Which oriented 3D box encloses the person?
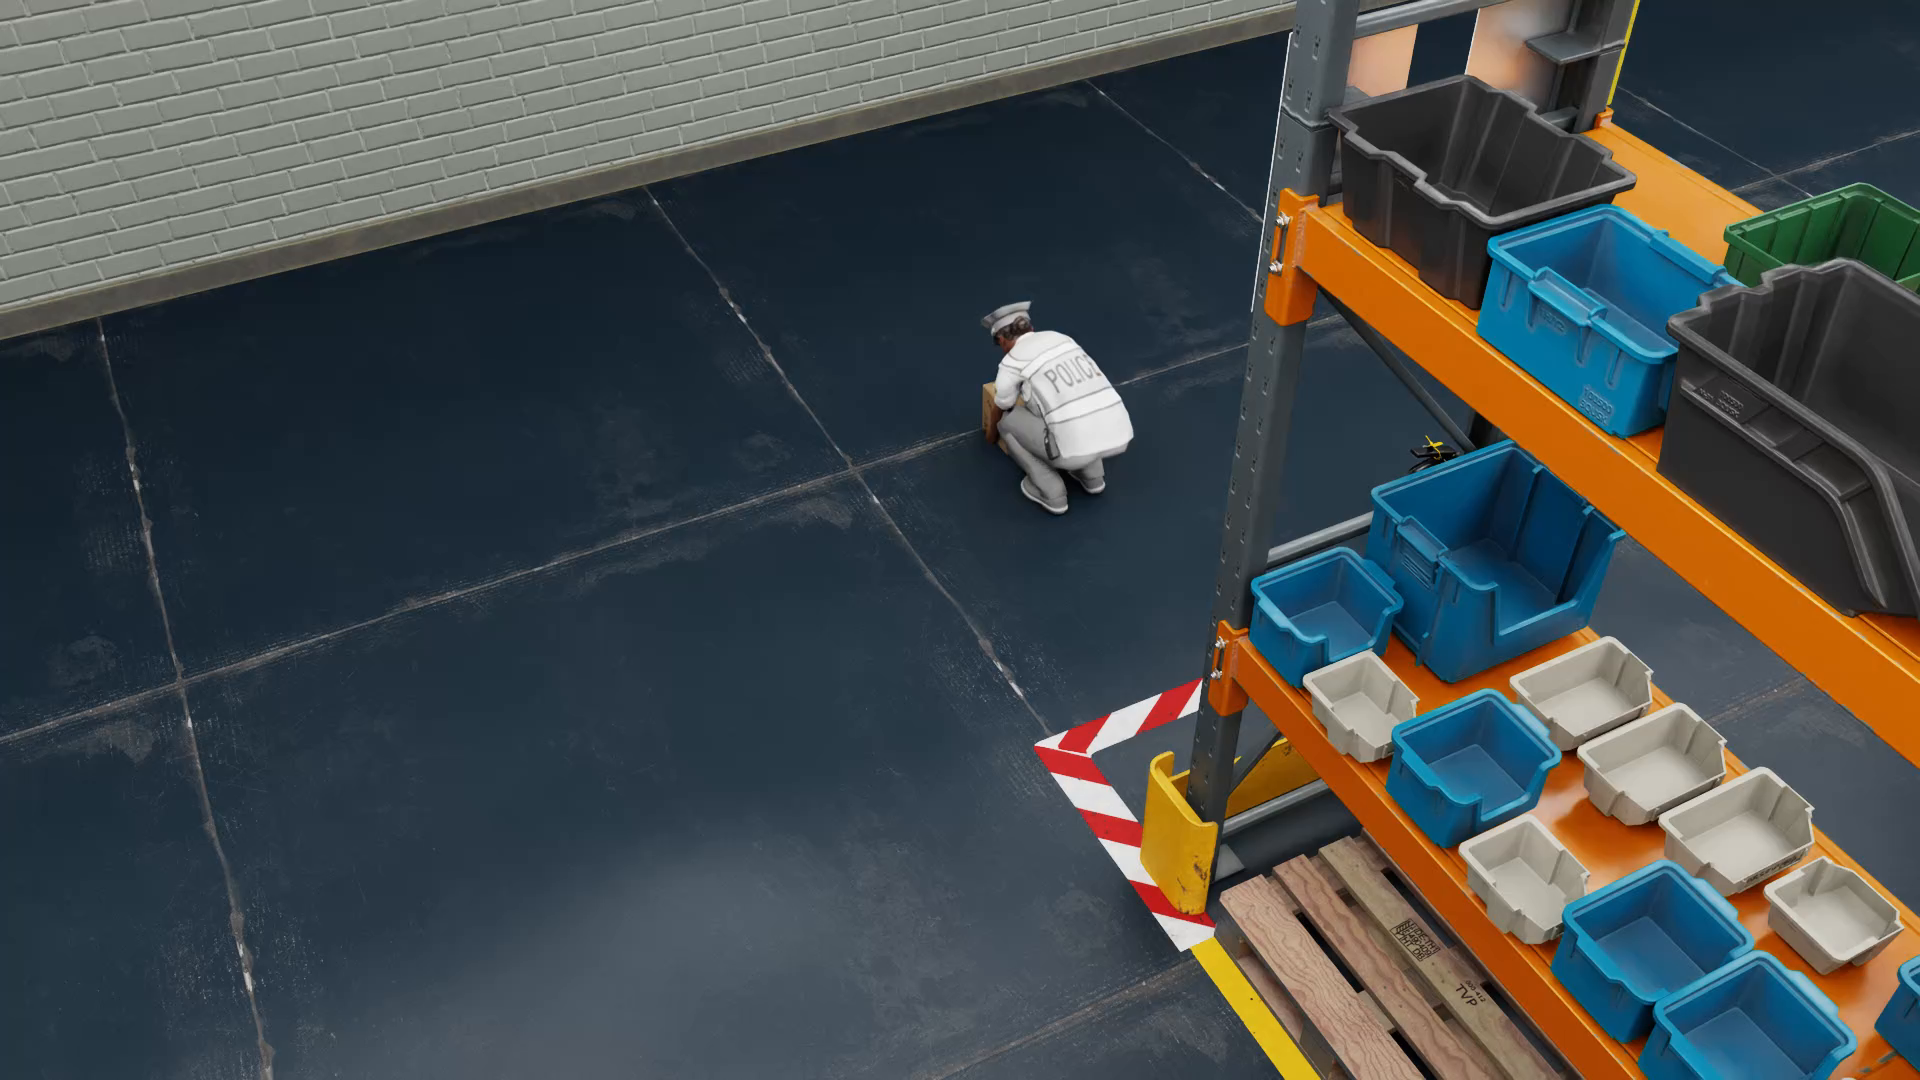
[{"bbox_3d":[0.411,-0.584,7.545,0.467,0.848,0.896,-20,45,-21],"label":"person"}]
